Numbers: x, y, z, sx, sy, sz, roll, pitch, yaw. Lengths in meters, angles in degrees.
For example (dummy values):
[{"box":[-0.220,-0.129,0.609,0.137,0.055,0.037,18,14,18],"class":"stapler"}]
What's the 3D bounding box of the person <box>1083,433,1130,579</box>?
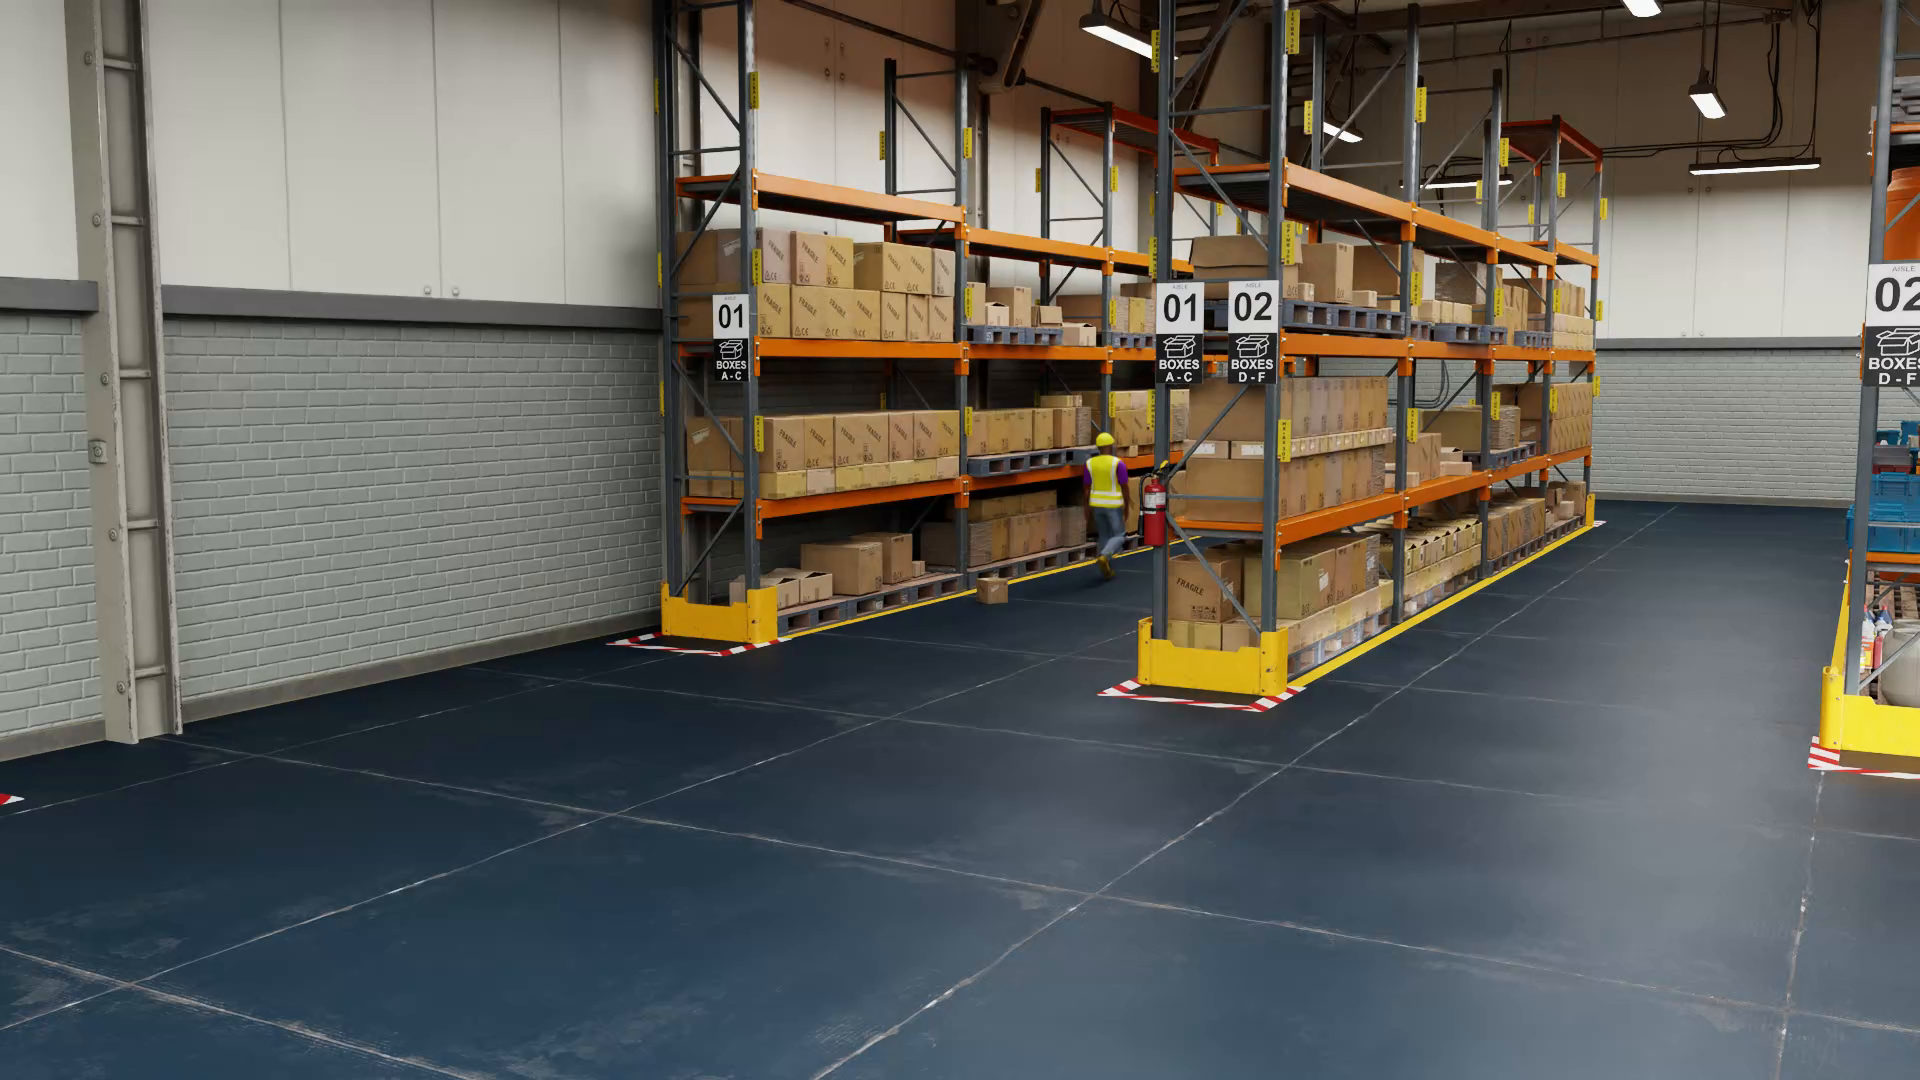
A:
[{"box":[1.745,-0.398,19.749,0.575,1.751,0.734,3,7,28],"class":"person"}]
